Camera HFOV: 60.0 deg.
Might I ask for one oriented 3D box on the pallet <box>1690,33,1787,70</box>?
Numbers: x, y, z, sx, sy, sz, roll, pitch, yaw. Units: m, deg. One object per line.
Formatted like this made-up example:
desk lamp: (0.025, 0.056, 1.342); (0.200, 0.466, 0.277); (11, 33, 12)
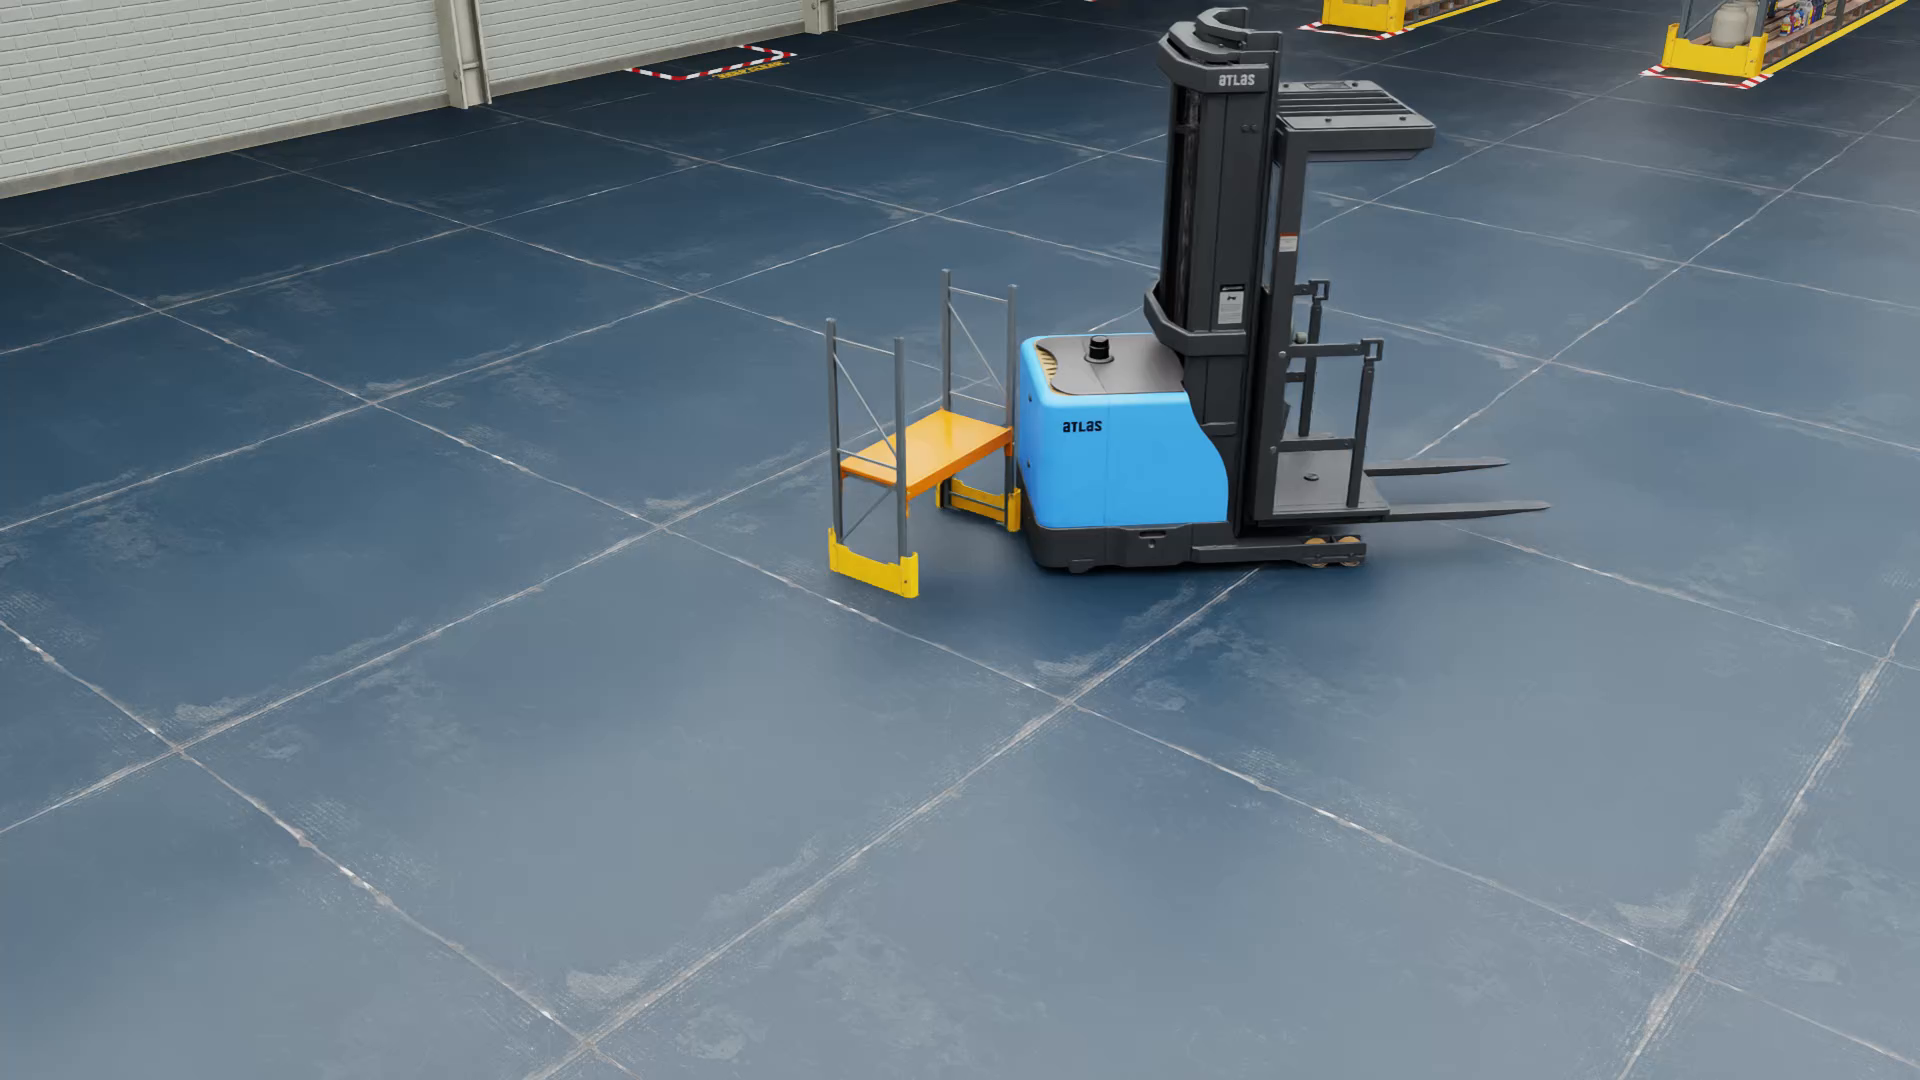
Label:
pallet: (10.216, -6.457, 22.001); (1.003, 0.211, 1.213); (21, 34, 34)

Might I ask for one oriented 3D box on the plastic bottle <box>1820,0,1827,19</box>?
plastic bottle: (12.176, -7.508, 23.477); (0.061, 0.283, 0.133); (23, 35, 37)

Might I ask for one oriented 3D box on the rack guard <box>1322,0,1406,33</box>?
rack guard: (5.848, -7.698, 24.087); (1.175, 0.500, 0.348); (21, 34, 34)

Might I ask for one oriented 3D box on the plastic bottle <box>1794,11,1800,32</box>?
plastic bottle: (11.359, -7.060, 22.624); (0.097, 0.271, 0.097); (0, 27, 0)

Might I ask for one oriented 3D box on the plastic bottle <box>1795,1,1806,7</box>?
plastic bottle: (11.788, -7.426, 23.325); (0.152, 0.276, 0.135); (21, 34, 34)

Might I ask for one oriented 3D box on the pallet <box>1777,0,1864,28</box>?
pallet: (12.697, -7.838, 24.671); (1.003, 0.211, 1.213); (21, 34, 34)

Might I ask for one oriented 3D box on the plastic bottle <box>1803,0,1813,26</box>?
plastic bottle: (11.713, -7.310, 23.020); (0.144, 0.351, 0.185); (21, 34, 34)

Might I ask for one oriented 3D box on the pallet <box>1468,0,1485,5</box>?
pallet: (7.870, -8.727, 26.390); (1.003, 0.211, 1.213); (21, 34, 34)

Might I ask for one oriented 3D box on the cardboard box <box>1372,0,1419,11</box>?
cardboard box: (6.376, -7.908, 24.306); (0.500, 0.250, 0.500); (21, 34, 34)

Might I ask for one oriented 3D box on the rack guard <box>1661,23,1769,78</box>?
rack guard: (9.695, -6.299, 21.381); (1.175, 0.500, 0.348); (21, 34, 34)

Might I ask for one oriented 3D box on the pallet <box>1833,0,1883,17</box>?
pallet: (13.473, -8.272, 25.510); (1.003, 0.211, 1.213); (21, 34, 34)

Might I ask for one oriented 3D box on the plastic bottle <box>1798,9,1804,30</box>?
plastic bottle: (11.488, -7.132, 22.763); (0.097, 0.271, 0.097); (0, 27, 0)

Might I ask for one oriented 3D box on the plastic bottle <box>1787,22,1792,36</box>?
plastic bottle: (11.143, -6.909, 22.408); (0.097, 0.201, 0.097); (0, 27, 0)

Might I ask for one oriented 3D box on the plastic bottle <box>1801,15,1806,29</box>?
plastic bottle: (11.553, -7.137, 22.849); (0.097, 0.201, 0.097); (0, 27, 0)

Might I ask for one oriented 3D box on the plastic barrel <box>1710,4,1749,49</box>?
plastic barrel: (10.043, -6.705, 21.698); (0.421, 0.512, 0.421); (0, 27, 0)

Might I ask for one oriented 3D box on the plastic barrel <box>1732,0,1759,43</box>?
plastic barrel: (10.362, -6.883, 22.041); (0.421, 0.512, 0.421); (0, 27, 0)

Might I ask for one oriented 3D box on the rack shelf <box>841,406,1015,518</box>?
rack shelf: (-0.195, -0.456, 9.391); (0.538, 0.185, 1.000); (19, 33, 32)

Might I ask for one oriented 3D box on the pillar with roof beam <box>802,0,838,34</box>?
pillar with roof beam: (1.322, -10.044, 19.371); (9.100, 9.000, 0.400); (21, 34, 34)

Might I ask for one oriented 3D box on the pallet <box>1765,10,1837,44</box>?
pallet: (11.768, -7.322, 23.674); (1.003, 0.211, 1.213); (21, 34, 34)

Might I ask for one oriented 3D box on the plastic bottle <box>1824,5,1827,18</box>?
plastic bottle: (12.237, -7.519, 23.587); (0.097, 0.201, 0.097); (0, 27, 0)

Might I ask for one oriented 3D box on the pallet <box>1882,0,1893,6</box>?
pallet: (14.249, -8.703, 26.343); (1.003, 0.211, 1.213); (21, 34, 34)

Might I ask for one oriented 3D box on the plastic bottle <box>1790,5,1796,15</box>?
plastic bottle: (11.524, -7.255, 22.986); (0.061, 0.283, 0.133); (21, 34, 34)

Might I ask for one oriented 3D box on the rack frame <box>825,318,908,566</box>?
rack frame: (-0.496, -0.427, 8.944); (0.500, 1.500, 0.032); (19, 33, 32)

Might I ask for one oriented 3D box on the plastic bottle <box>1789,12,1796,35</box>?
plastic bottle: (11.235, -6.984, 22.463); (0.061, 0.283, 0.133); (21, 34, 35)

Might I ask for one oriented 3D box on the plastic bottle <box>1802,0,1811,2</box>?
plastic bottle: (11.929, -7.535, 23.455); (0.144, 0.351, 0.185); (21, 34, 34)

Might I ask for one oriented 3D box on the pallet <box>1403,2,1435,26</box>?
pallet: (6.318, -7.862, 24.718); (1.003, 0.211, 1.213); (21, 34, 34)

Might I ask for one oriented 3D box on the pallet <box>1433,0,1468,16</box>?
pallet: (7.094, -8.293, 25.550); (1.003, 0.211, 1.213); (21, 34, 34)

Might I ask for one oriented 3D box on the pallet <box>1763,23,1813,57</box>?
pallet: (10.993, -6.887, 22.834); (1.003, 0.211, 1.213); (21, 34, 34)

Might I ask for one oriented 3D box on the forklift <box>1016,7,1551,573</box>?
forklift: (1.889, -1.383, 9.234); (3.031, 2.935, 1.130); (-2, 27, -5)

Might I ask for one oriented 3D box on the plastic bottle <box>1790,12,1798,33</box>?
plastic bottle: (11.295, -7.025, 22.556); (0.097, 0.271, 0.097); (0, 27, 0)

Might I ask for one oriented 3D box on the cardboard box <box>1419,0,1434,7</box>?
cardboard box: (6.692, -8.086, 24.651); (0.500, 0.250, 0.500); (21, 34, 34)

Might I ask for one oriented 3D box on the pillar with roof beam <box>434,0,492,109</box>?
pillar with roof beam: (-2.494, -7.916, 15.259); (9.100, 9.000, 0.400); (21, 34, 34)

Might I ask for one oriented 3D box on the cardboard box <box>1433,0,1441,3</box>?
cardboard box: (7.010, -8.263, 24.994); (0.500, 0.250, 0.500); (21, 34, 34)

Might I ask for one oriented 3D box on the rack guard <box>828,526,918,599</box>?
rack guard: (-0.484, 0.120, 9.245); (0.587, 0.250, 0.087); (19, 33, 32)

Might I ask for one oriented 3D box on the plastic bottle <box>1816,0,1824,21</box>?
plastic bottle: (12.040, -7.493, 23.373); (0.144, 0.351, 0.185); (20, 33, 33)

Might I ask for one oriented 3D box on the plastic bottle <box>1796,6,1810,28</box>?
plastic bottle: (11.607, -7.220, 22.928); (0.152, 0.276, 0.135); (21, 34, 35)

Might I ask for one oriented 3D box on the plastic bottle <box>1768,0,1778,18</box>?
plastic bottle: (11.505, -7.598, 23.577); (0.144, 0.351, 0.185); (21, 34, 34)

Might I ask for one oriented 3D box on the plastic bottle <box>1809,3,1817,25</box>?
plastic bottle: (11.847, -7.325, 23.122); (0.061, 0.283, 0.133); (23, 35, 38)

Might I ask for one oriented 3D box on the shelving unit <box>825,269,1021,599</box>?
shelving unit: (-0.190, -0.619, 9.315); (0.587, 1.500, 1.083); (19, 33, 32)

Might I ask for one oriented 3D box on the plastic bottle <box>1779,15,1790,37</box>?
plastic bottle: (11.077, -6.904, 22.321); (0.097, 0.271, 0.097); (0, 27, 0)

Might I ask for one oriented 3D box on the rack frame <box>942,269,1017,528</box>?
rack frame: (0.106, -0.804, 9.672); (0.500, 1.500, 0.032); (19, 33, 32)

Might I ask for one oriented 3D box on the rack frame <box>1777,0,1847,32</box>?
rack frame: (12.228, -8.786, 23.470); (1.000, 3.000, 0.127); (21, 34, 34)

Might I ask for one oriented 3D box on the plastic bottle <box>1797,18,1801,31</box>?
plastic bottle: (11.422, -7.065, 22.708); (0.097, 0.201, 0.097); (0, 27, 0)

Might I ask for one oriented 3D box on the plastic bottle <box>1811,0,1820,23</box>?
plastic bottle: (11.918, -7.425, 23.242); (0.144, 0.351, 0.185); (19, 33, 32)

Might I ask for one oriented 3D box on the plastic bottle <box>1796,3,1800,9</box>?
plastic bottle: (11.617, -7.301, 23.076); (0.061, 0.283, 0.133); (21, 34, 34)

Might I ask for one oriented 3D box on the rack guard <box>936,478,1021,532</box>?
rack guard: (0.105, -0.249, 9.958); (0.587, 0.250, 0.087); (19, 33, 32)

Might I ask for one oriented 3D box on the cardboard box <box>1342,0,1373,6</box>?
cardboard box: (5.977, -8.059, 24.599); (0.500, 0.250, 0.500); (21, 34, 34)

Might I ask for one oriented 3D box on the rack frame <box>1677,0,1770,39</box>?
rack frame: (9.683, -7.368, 20.728); (1.000, 3.000, 0.127); (21, 34, 34)

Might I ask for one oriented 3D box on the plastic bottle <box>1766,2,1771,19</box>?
plastic bottle: (11.395, -7.518, 23.509); (0.097, 0.271, 0.097); (0, 27, 0)
